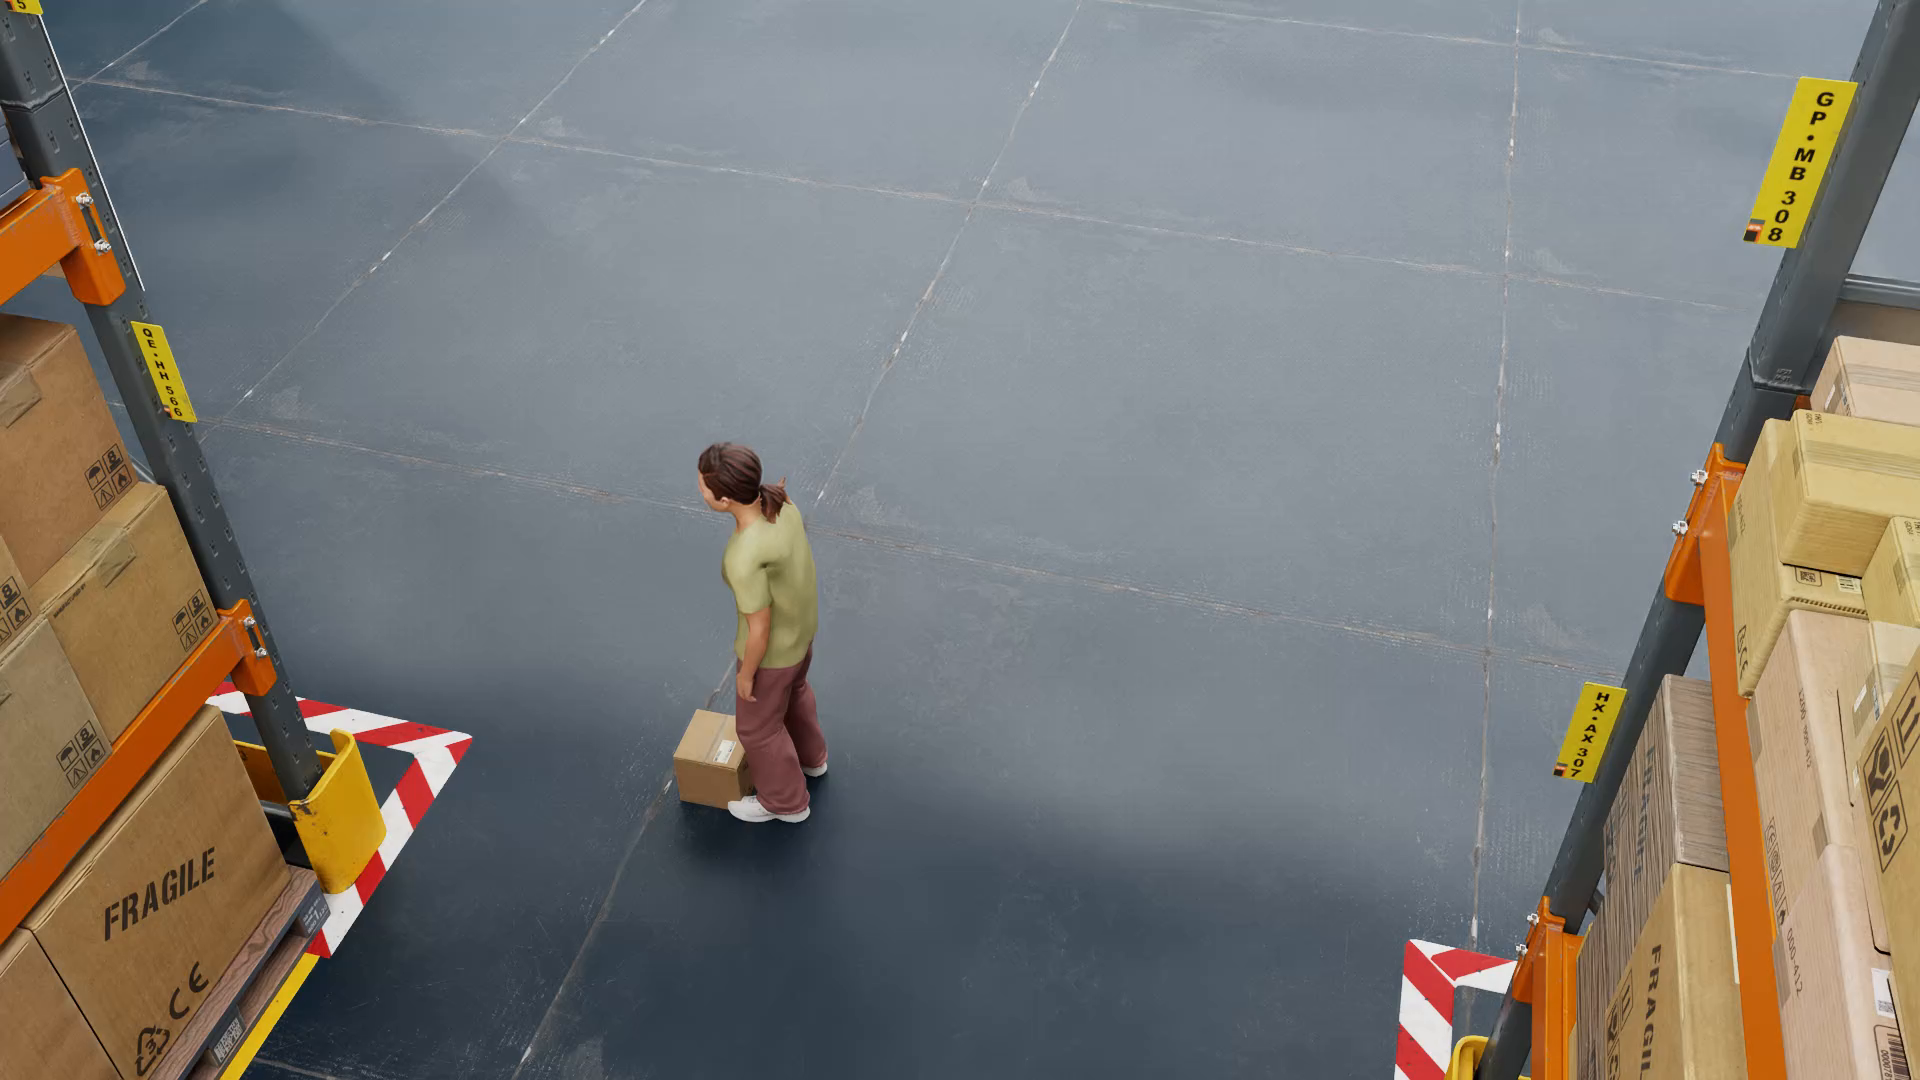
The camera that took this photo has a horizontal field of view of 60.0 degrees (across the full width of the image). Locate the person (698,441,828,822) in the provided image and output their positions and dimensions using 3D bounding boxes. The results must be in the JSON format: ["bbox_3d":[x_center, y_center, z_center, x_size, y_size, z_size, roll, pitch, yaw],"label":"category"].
[{"bbox_3d":[-0.670,0.337,5.774,0.353,1.672,0.504,9,42,11],"label":"person"}]
